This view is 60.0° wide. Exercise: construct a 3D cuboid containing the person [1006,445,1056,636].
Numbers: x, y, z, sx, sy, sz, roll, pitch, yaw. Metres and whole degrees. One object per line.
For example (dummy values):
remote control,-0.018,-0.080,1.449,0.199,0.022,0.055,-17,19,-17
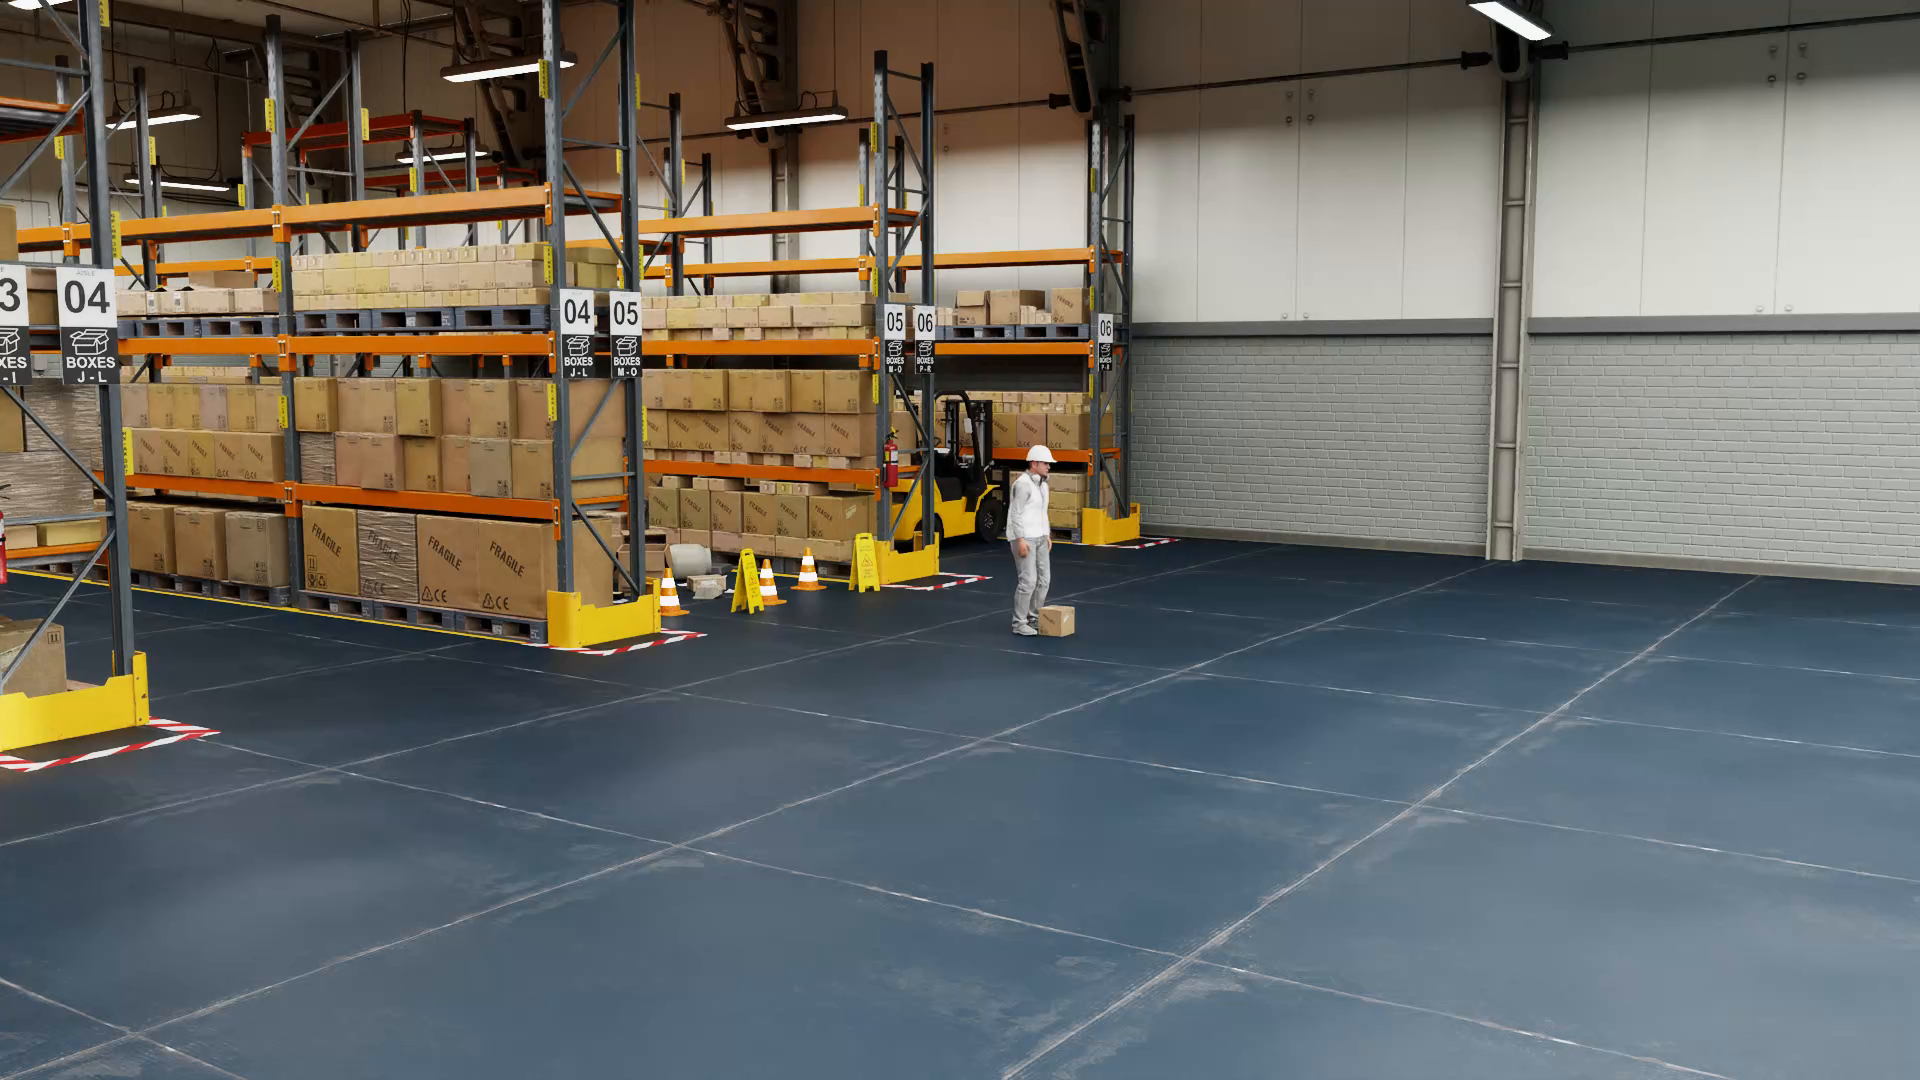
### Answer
person,0.682,-0.009,15.730,0.461,1.771,0.581,4,7,31
